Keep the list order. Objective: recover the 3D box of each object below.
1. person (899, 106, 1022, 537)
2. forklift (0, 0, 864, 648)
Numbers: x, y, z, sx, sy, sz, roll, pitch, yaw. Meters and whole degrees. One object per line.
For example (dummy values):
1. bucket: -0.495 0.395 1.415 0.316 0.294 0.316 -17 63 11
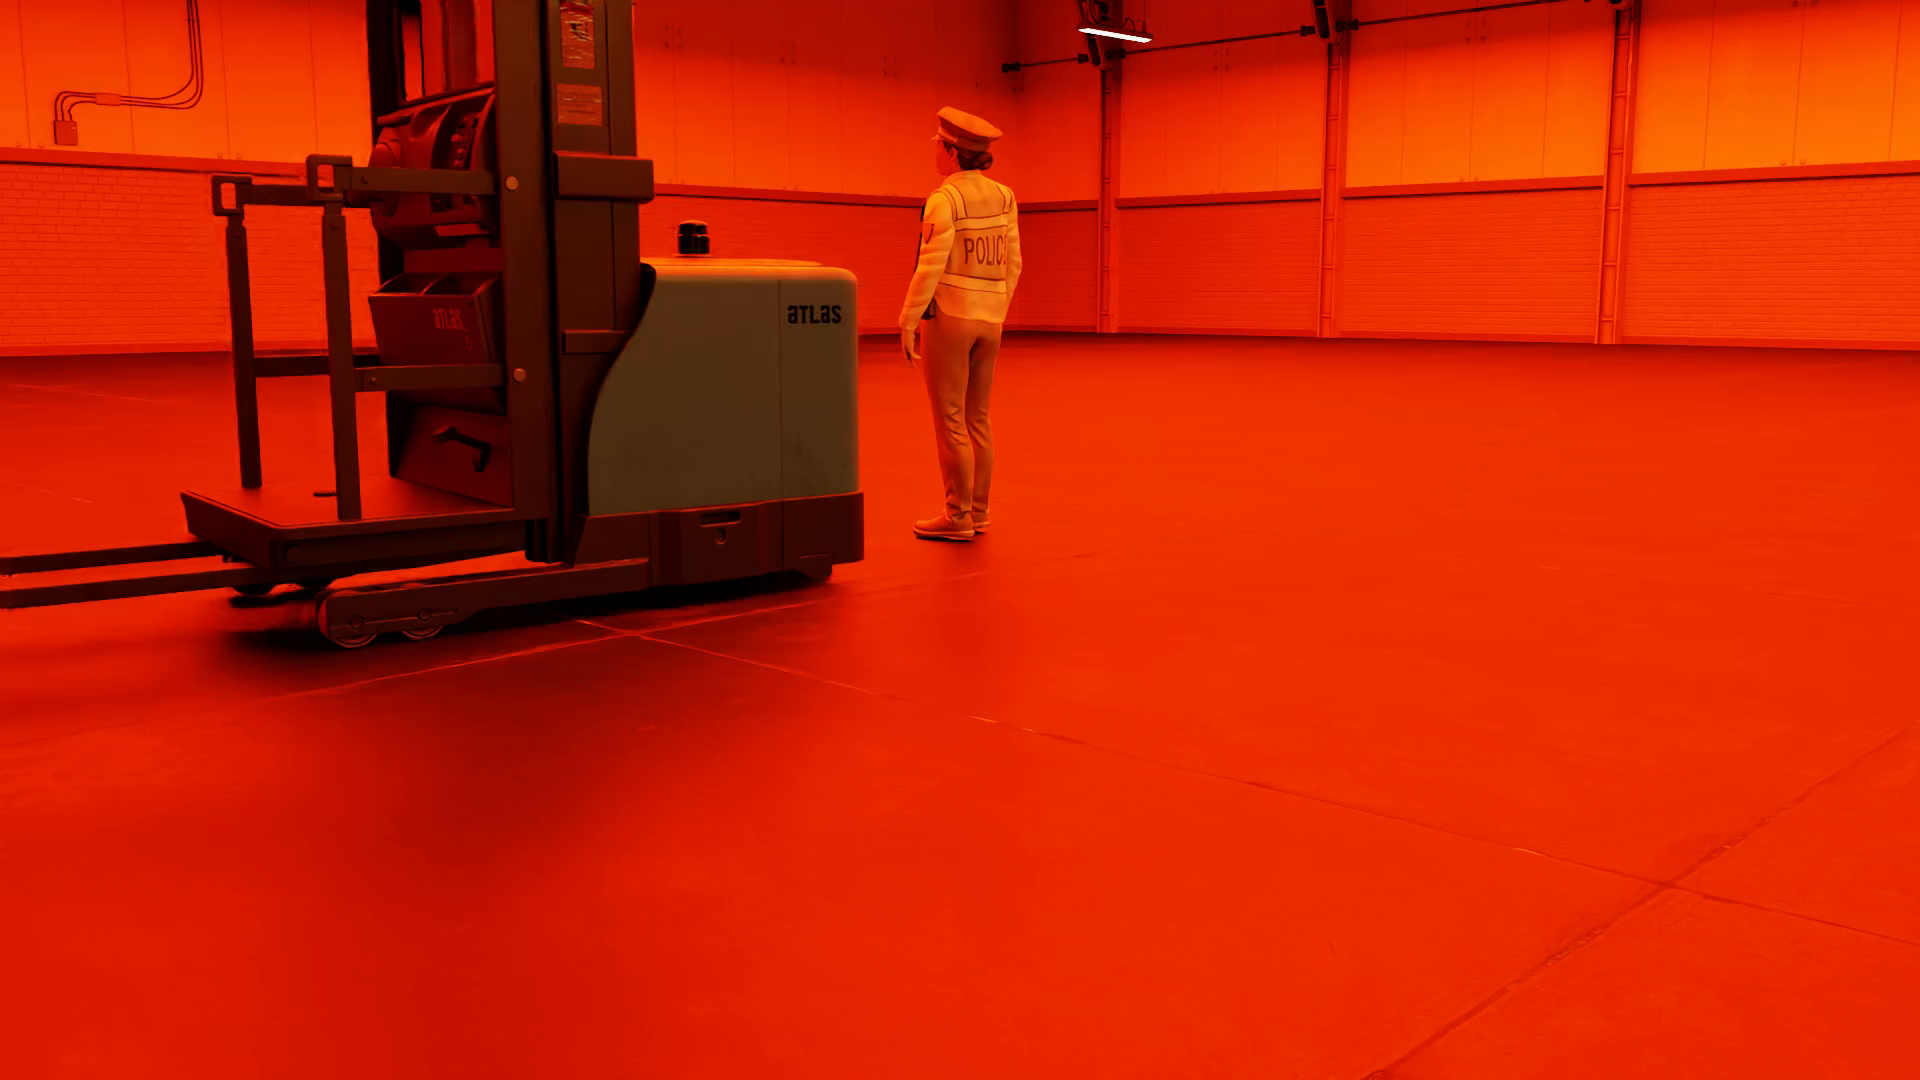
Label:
1. person: -0.045 -0.853 6.642 0.529 1.694 0.587 8 12 43
2. forklift: -1.809 -1.233 5.059 3.031 2.935 1.130 -7 11 -37
